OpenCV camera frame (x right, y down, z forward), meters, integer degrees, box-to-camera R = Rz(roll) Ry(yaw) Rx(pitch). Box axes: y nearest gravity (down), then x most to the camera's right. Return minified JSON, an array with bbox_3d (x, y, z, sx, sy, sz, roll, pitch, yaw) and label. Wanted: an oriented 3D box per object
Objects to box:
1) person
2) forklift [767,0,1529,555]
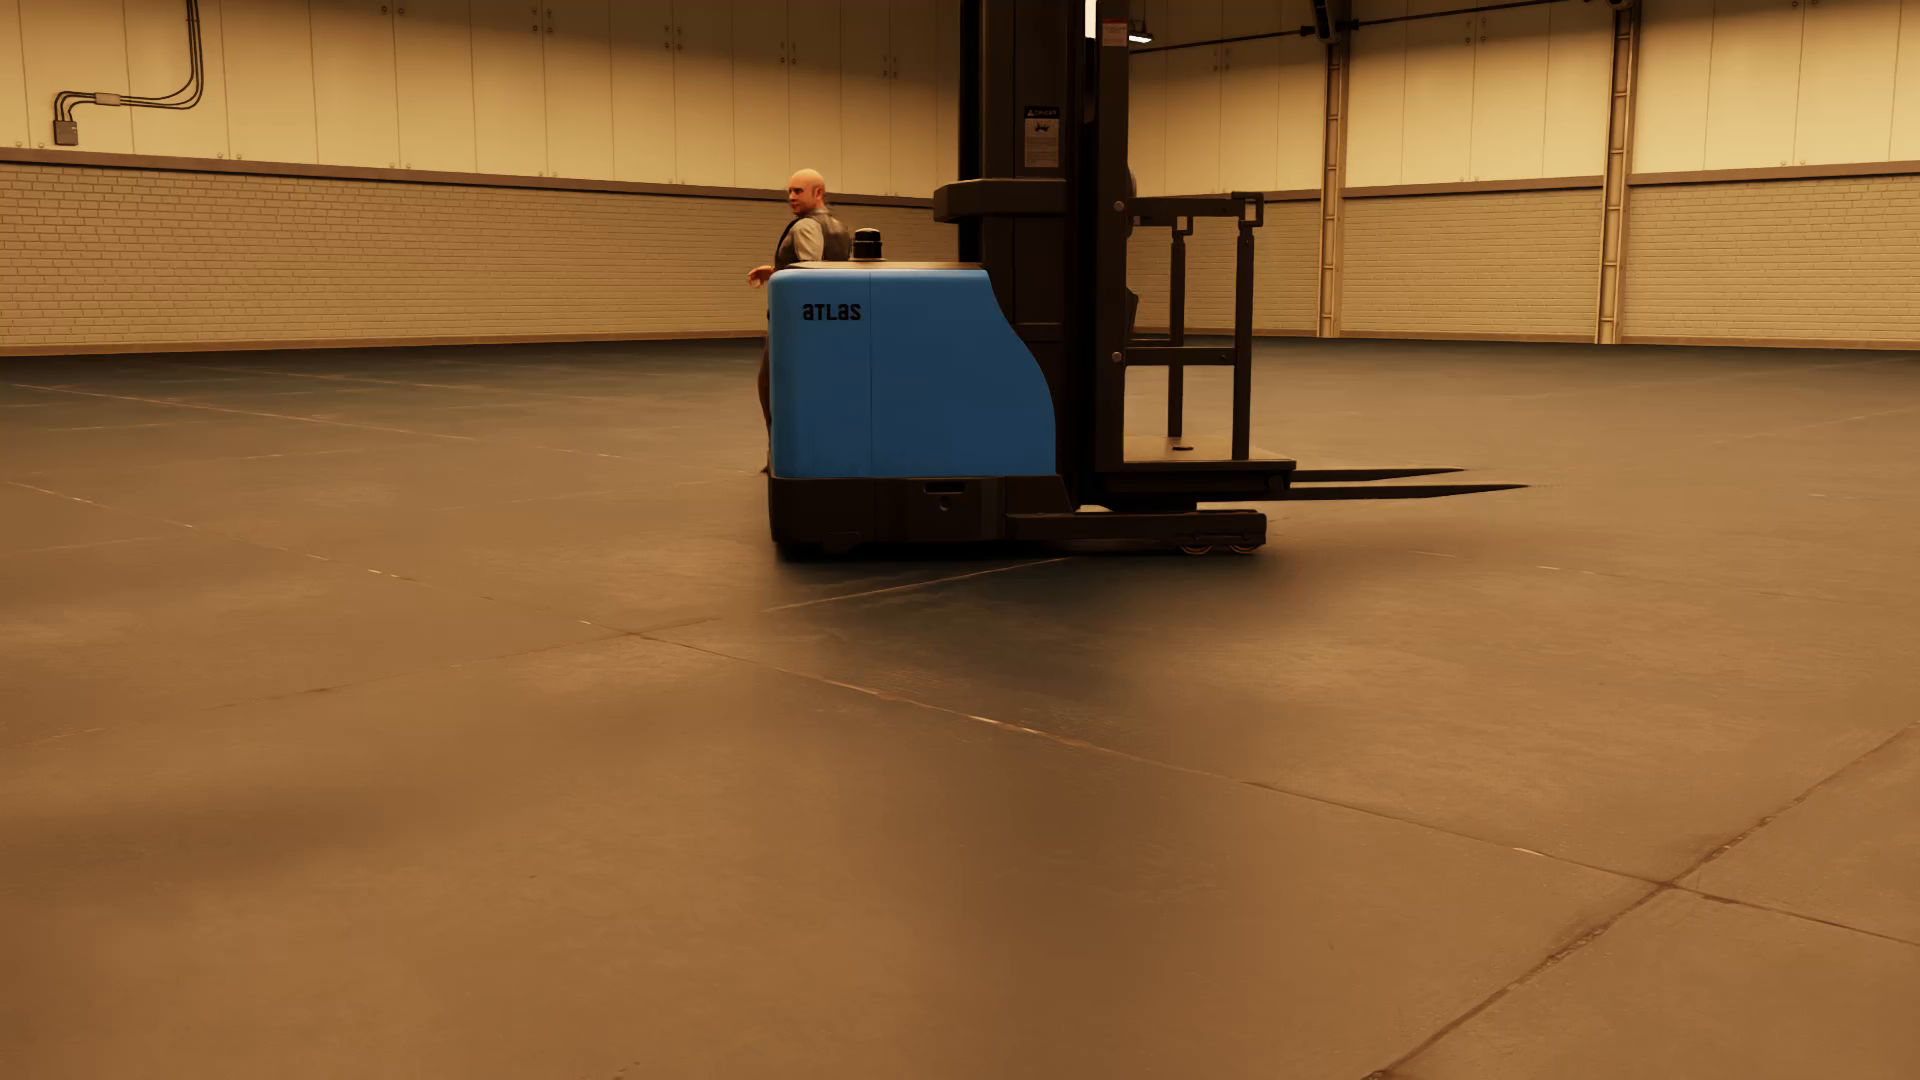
[{"bbox_3d":[-0.813,-1.128,8.838,0.551,1.650,0.936,-8,12,-42],"label":"person"},{"bbox_3d":[0.744,-1.469,6.630,3.031,2.935,1.130,-1,9,-7],"label":"forklift"}]
